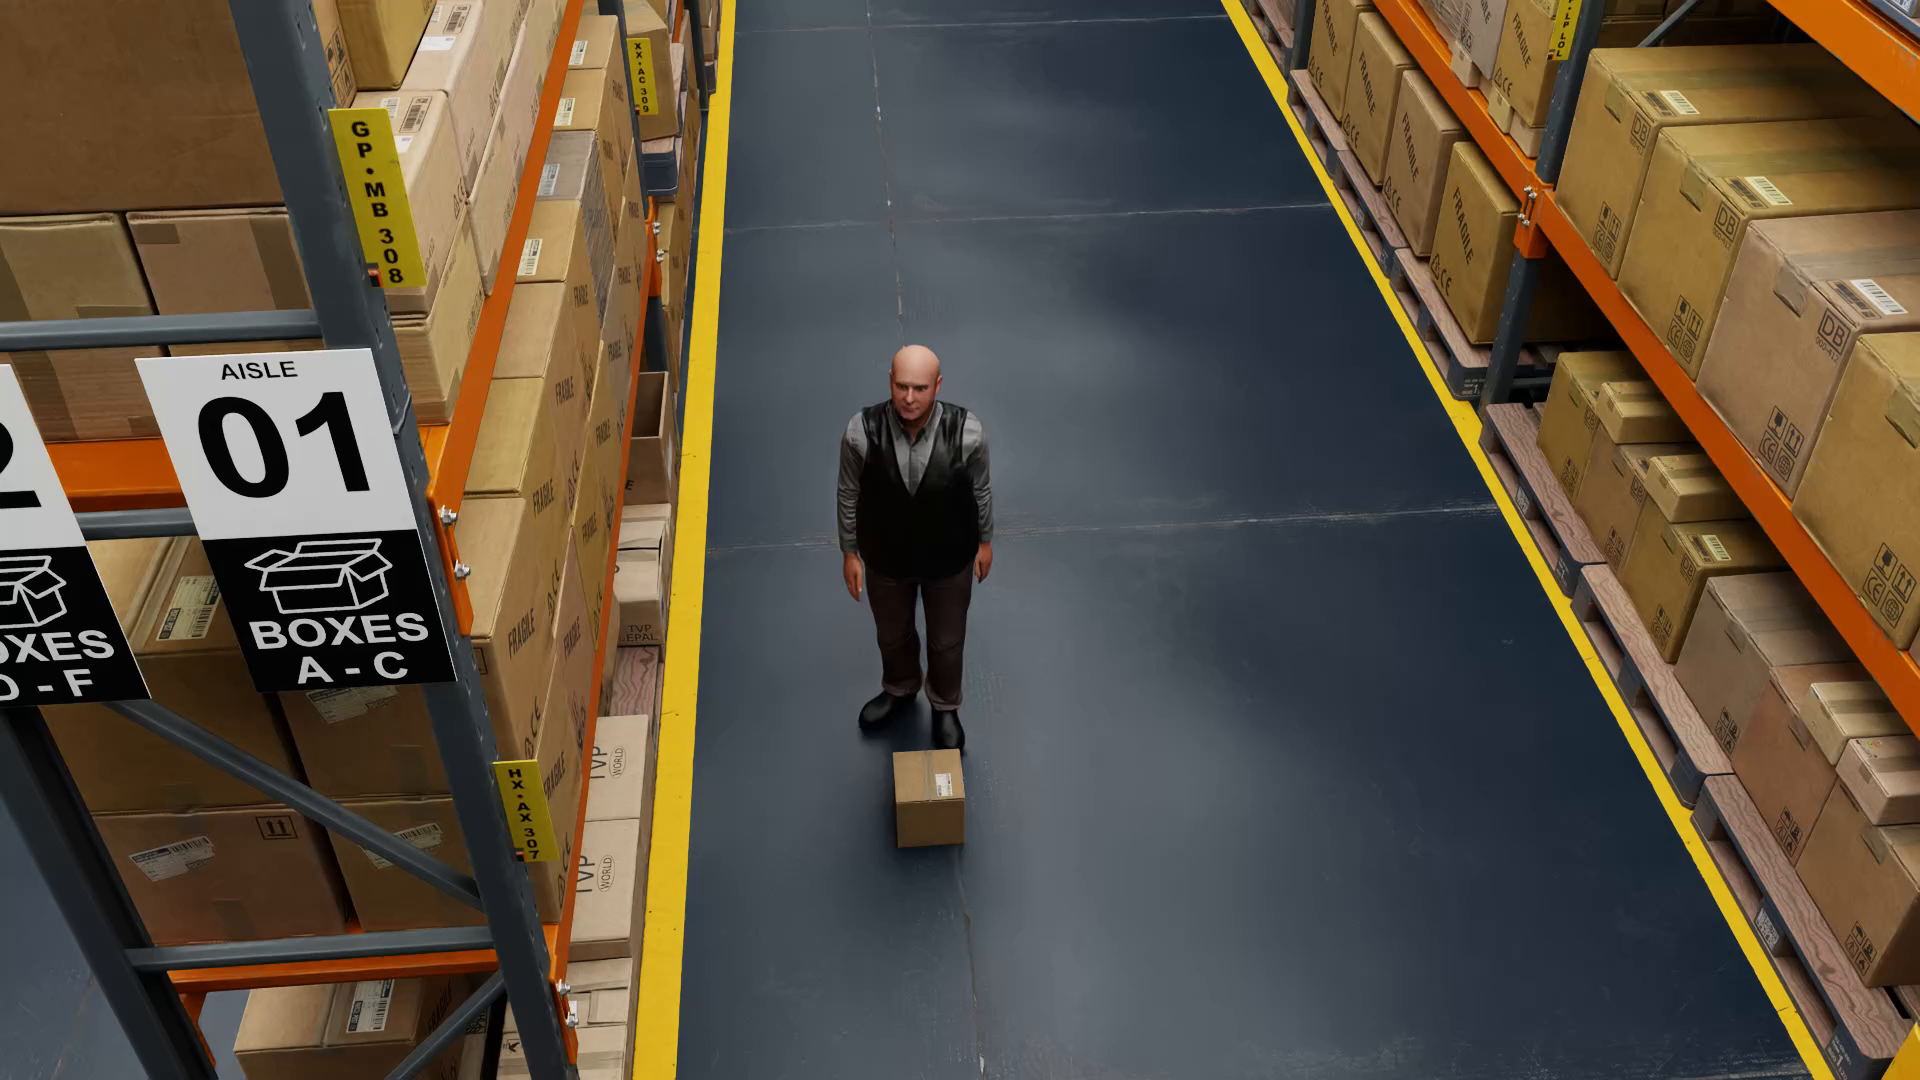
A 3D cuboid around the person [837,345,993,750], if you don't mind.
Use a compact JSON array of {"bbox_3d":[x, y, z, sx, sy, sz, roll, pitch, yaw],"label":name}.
[{"bbox_3d":[-0.162,0.055,6.079,0.560,1.721,0.384,2,39,2],"label":"person"}]
